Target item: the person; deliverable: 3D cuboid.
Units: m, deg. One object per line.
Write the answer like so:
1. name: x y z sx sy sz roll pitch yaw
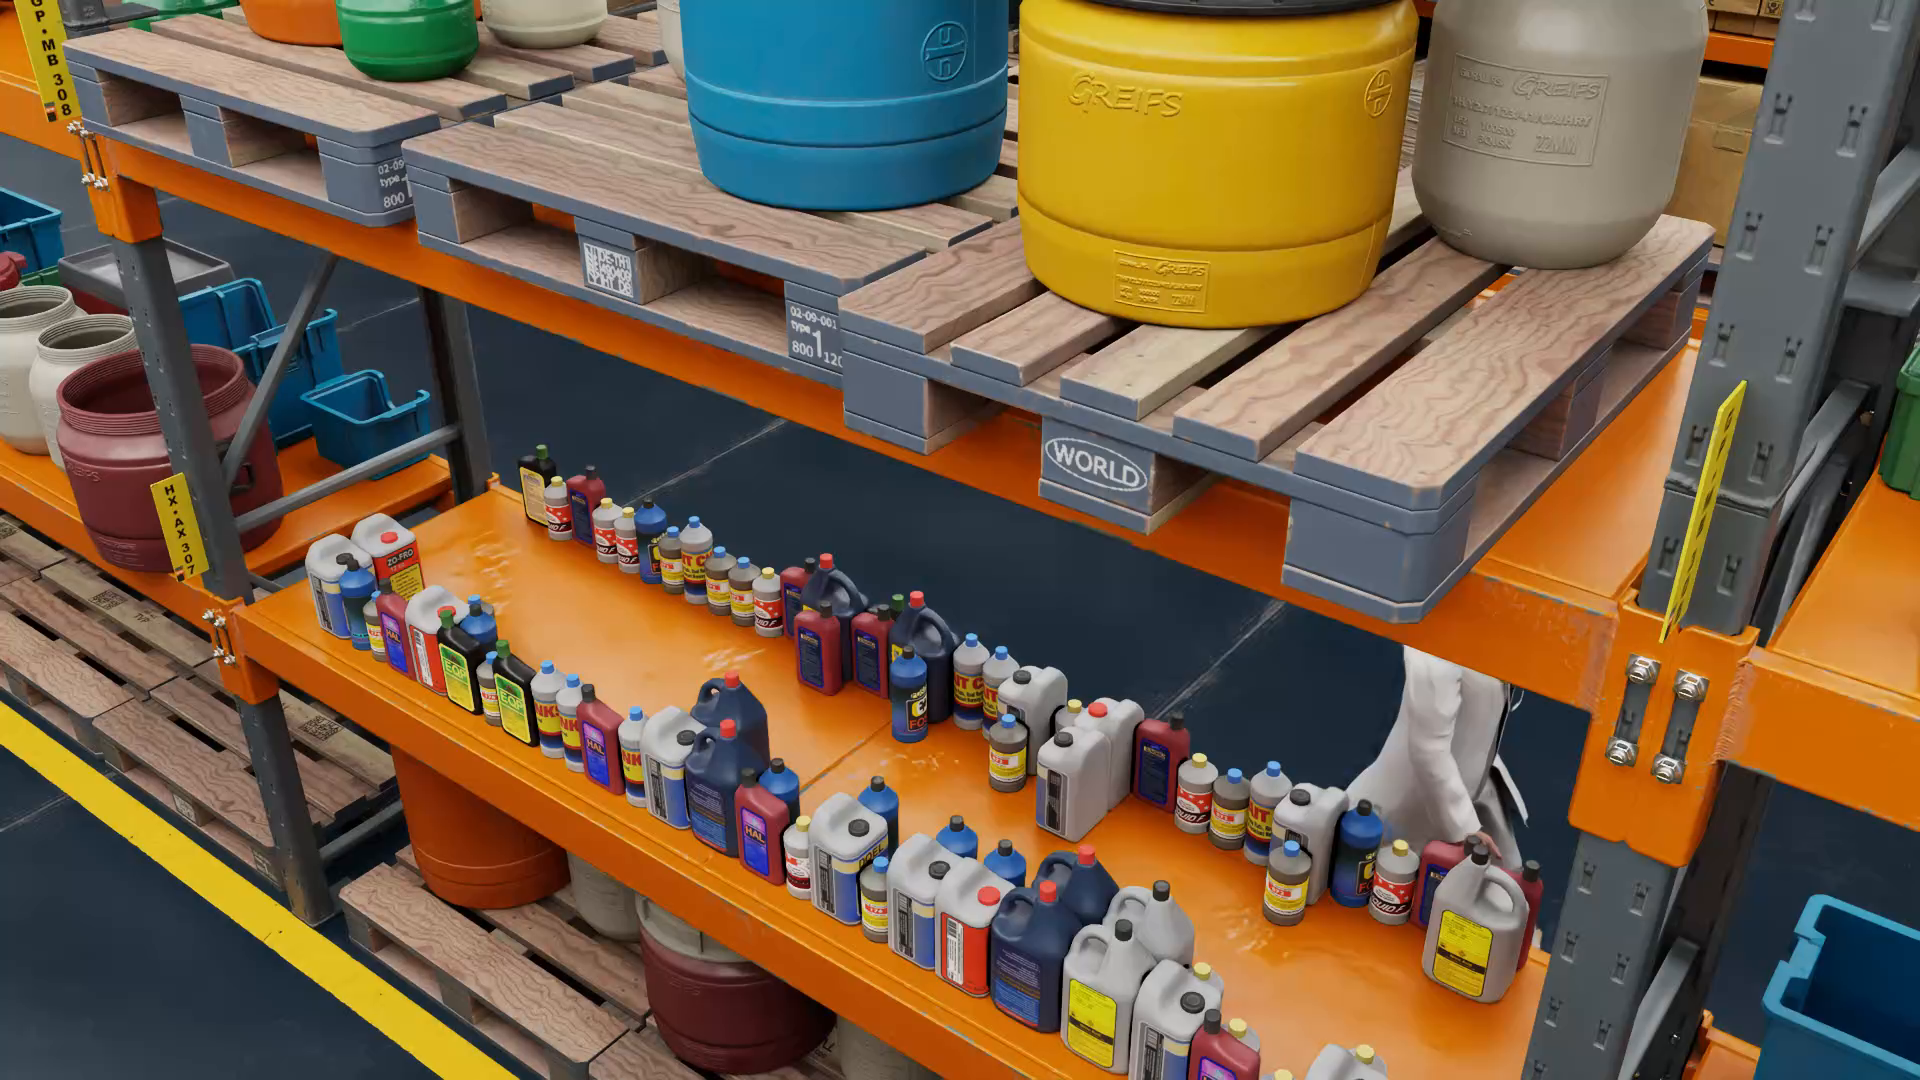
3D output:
1. person: 1.462 0.705 4.964 1.164 1.723 0.643 21 36 31
